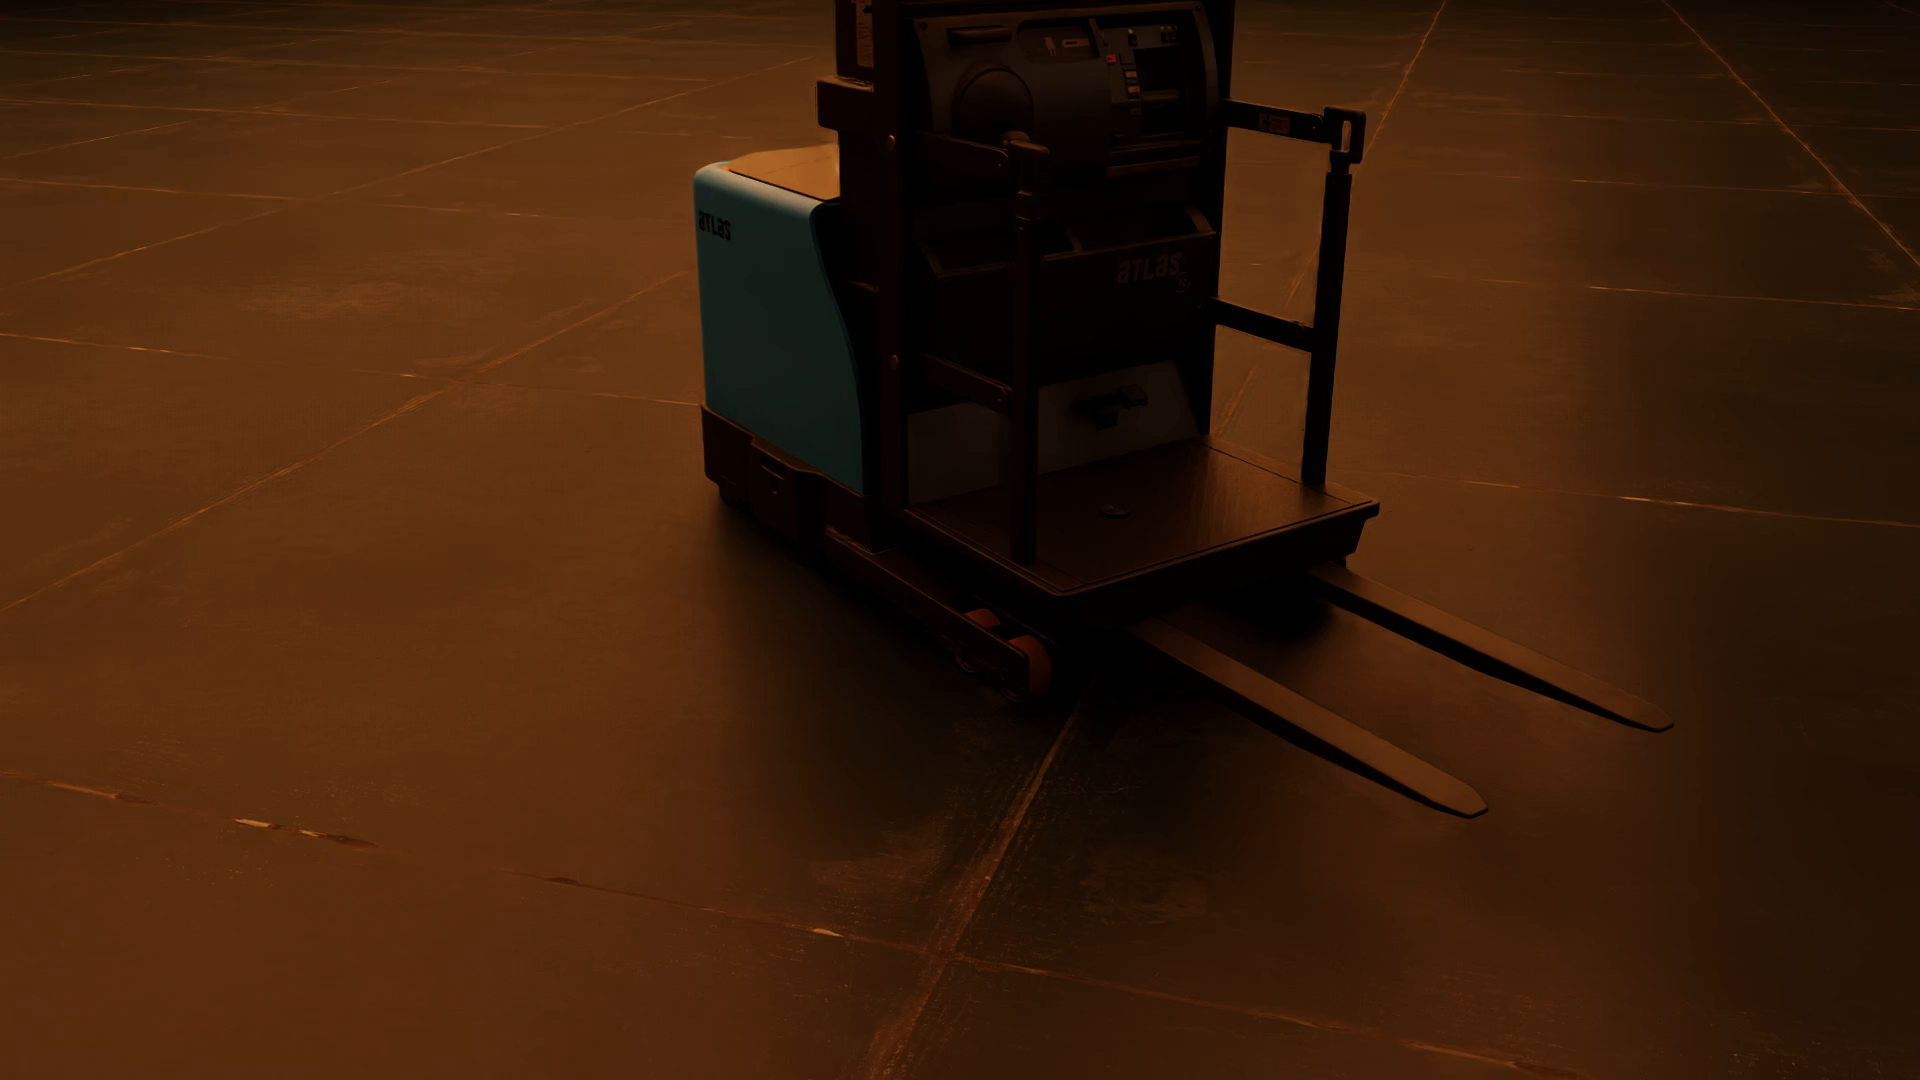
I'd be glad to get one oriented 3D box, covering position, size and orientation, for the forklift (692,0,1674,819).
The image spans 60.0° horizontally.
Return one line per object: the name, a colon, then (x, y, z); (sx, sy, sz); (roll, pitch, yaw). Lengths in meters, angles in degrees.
forklift: (0.410, -1.158, 4.085); (1.130, 2.935, 3.031); (-15, 27, -32)
